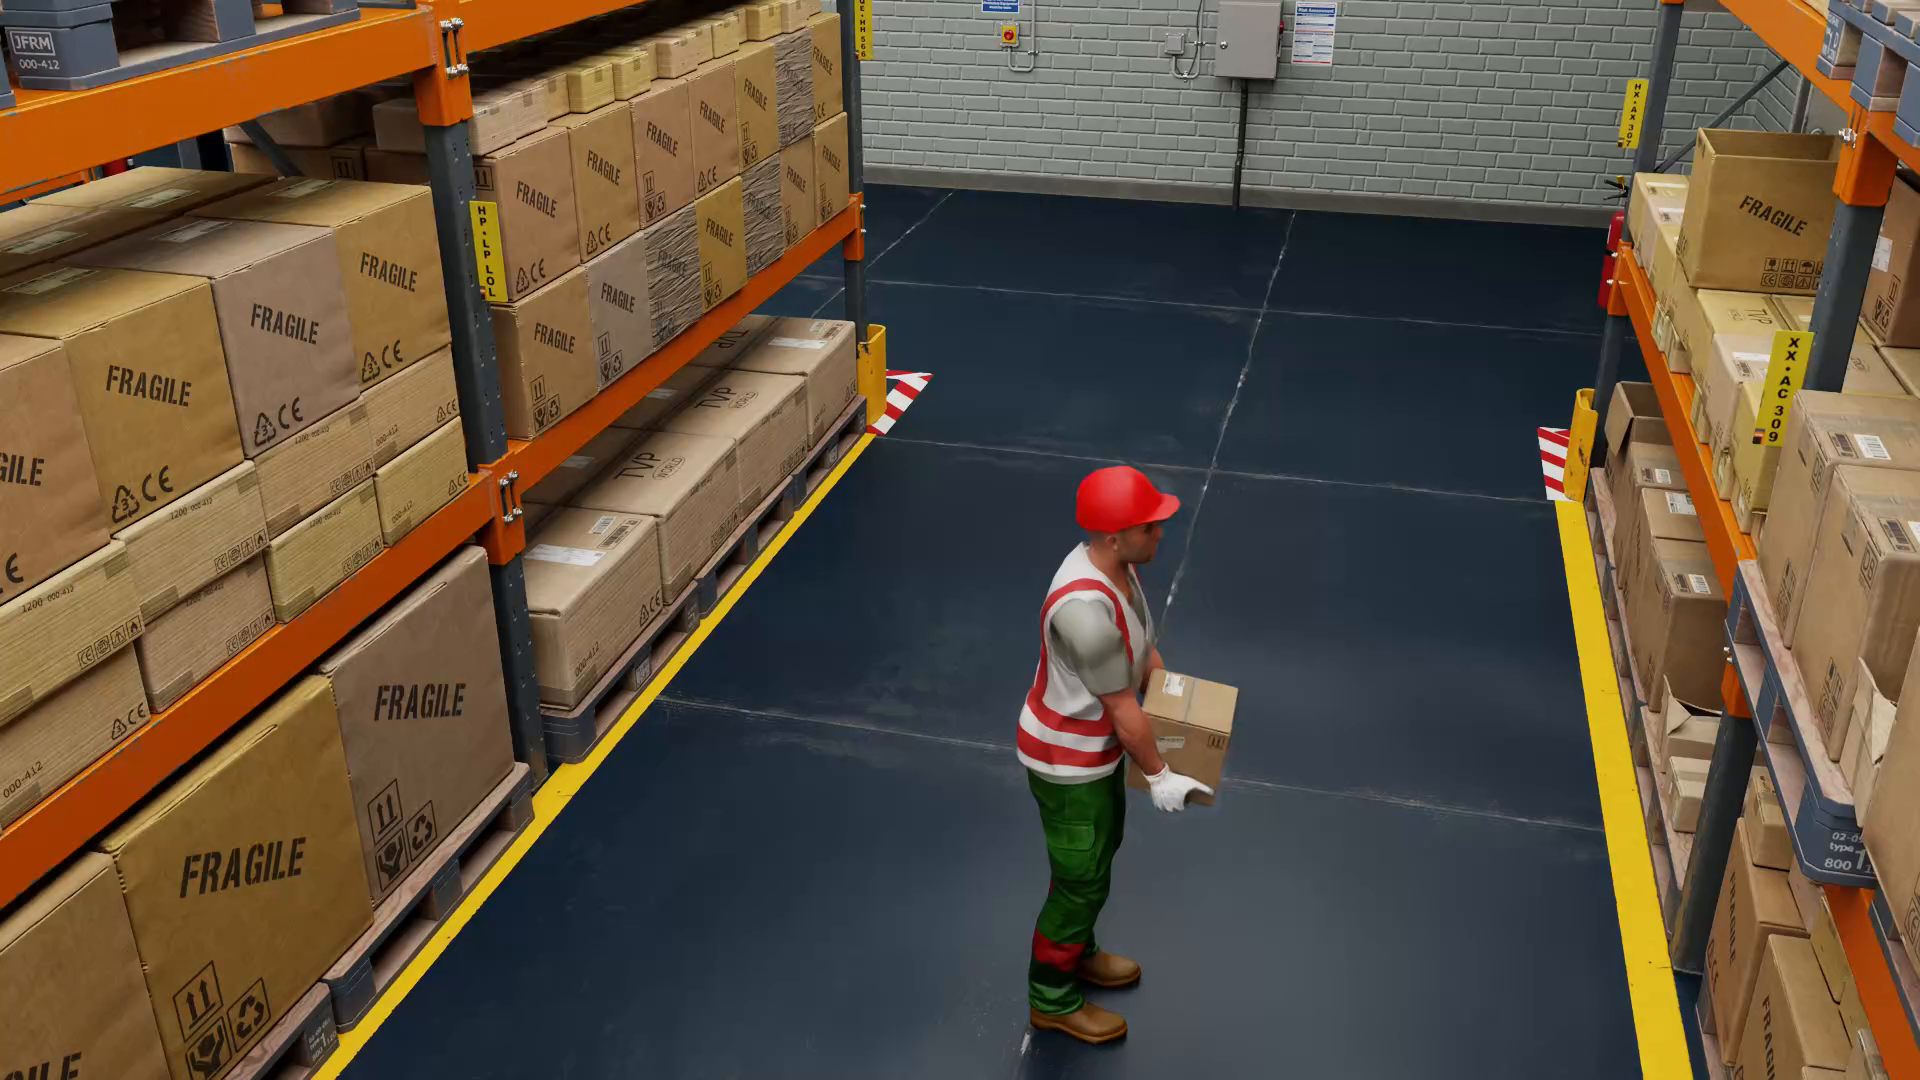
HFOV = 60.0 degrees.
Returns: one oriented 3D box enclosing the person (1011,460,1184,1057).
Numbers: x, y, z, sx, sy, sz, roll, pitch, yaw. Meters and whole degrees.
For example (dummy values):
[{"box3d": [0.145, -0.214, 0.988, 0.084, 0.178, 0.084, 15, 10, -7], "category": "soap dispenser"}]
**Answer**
[{"box3d": [0.377, 0.602, 4.802, 0.445, 1.781, 0.622, 5, 26, 11], "category": "person"}]
